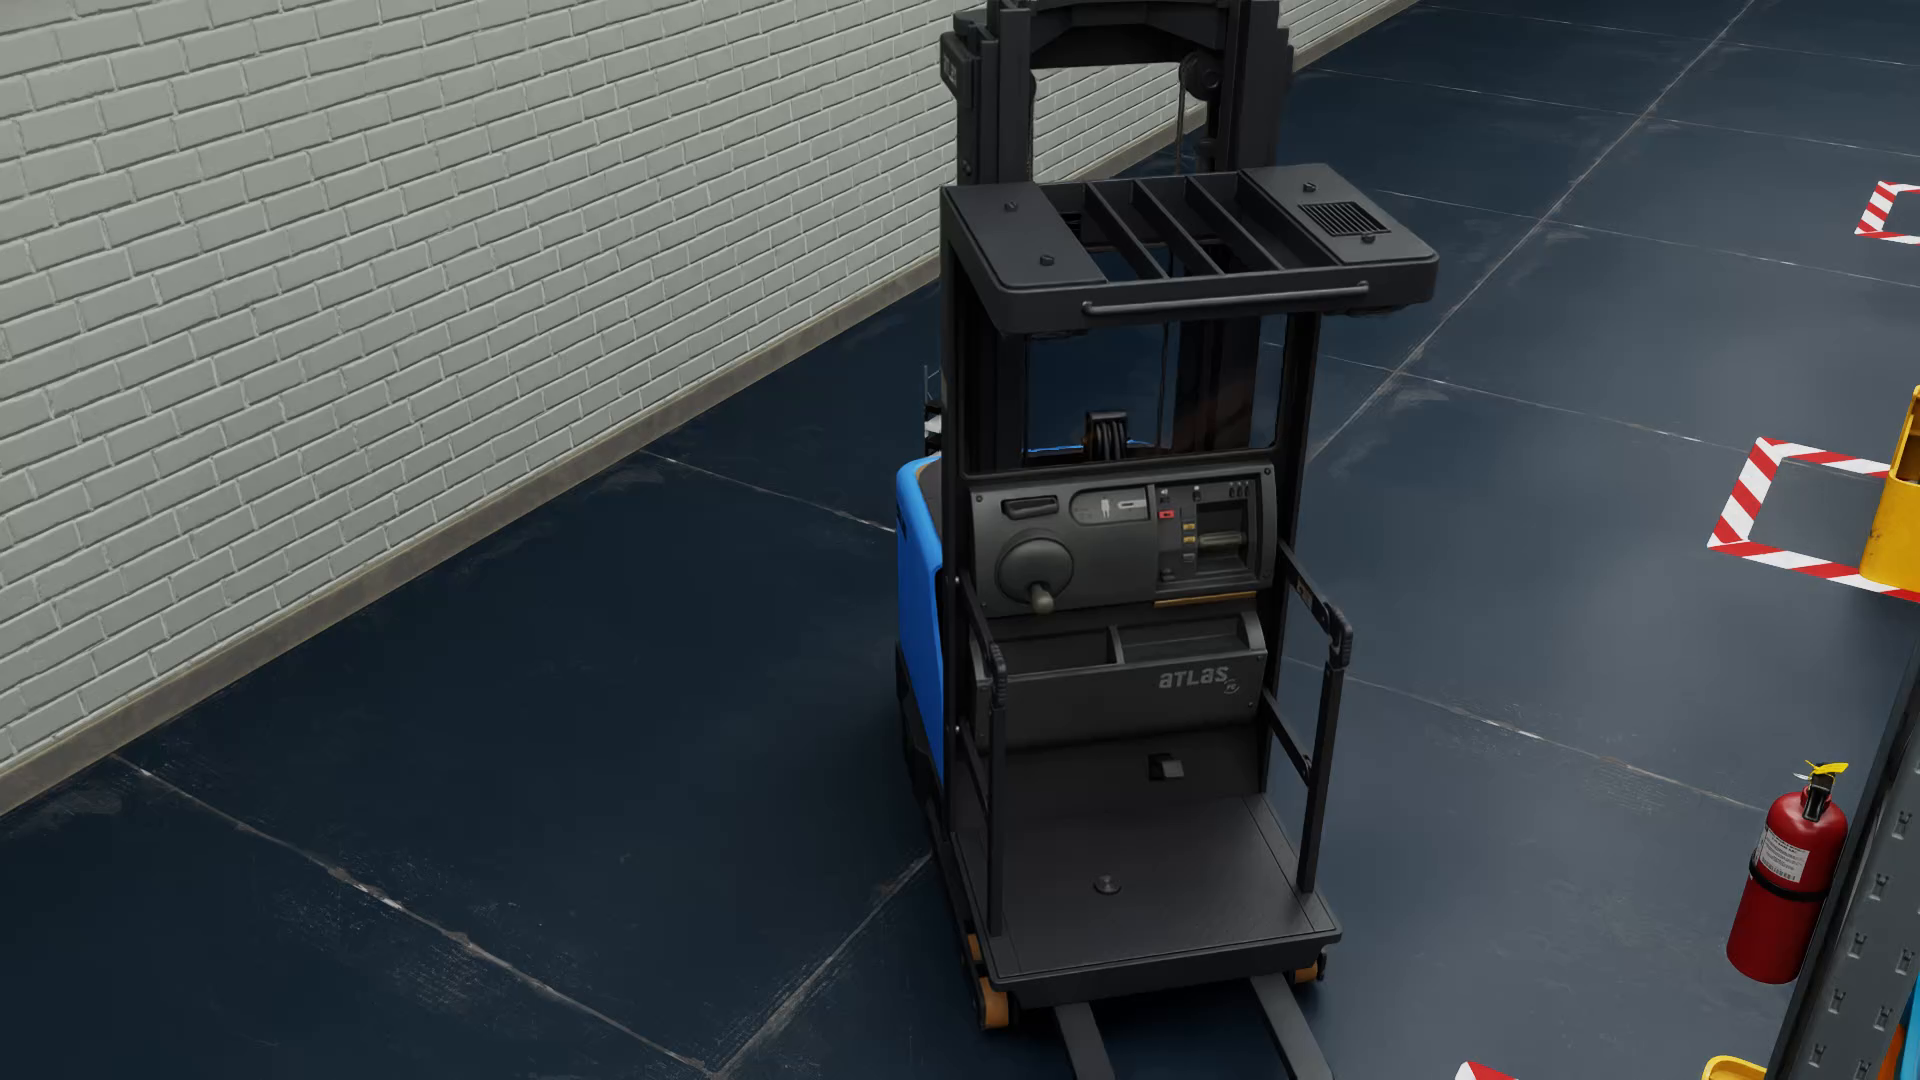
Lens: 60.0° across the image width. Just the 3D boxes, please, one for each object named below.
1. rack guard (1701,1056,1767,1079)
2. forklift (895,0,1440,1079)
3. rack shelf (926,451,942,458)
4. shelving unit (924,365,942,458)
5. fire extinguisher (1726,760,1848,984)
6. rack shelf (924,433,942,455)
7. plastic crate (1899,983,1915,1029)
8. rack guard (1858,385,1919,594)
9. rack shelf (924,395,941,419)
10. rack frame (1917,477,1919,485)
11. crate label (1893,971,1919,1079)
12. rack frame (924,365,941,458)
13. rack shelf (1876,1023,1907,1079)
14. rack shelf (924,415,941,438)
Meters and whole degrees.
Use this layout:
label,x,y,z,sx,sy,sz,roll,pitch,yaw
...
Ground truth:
label,x,y,z,sx,sy,sz,roll,pitch,yaw
rack guard,1.840,1.867,4.053,0.348,0.500,1.175,18,35,27
forklift,0.536,0.045,4.765,1.130,2.935,3.031,-6,31,-10
rack shelf,-0.007,-0.362,7.544,0.200,0.077,0.258,18,35,27
shelving unit,-0.007,-0.391,7.527,0.210,0.900,0.258,18,35,27
fire extinguisher,1.981,0.749,3.937,0.183,0.674,0.296,18,35,27
rack shelf,-0.007,-0.440,7.498,0.200,0.077,0.258,18,35,27
plastic crate,2.250,0.757,3.381,0.499,0.435,0.616,18,35,27
rack guard,4.480,-0.252,7.686,0.348,0.500,1.175,18,35,27
rack shelf,-0.007,-0.595,7.408,0.200,0.077,0.258,18,35,27
rack frame,4.500,-1.325,7.045,0.127,3.000,1.000,18,35,27
crate label,1.901,1.042,3.095,0.303,0.233,0.416,18,35,27
rack frame,-0.093,-0.418,7.574,0.006,0.900,0.240,18,35,27
rack shelf,3.561,1.635,2.685,4.000,0.370,1.077,18,35,27
rack shelf,-0.007,-0.518,7.453,0.200,0.077,0.258,18,35,27
